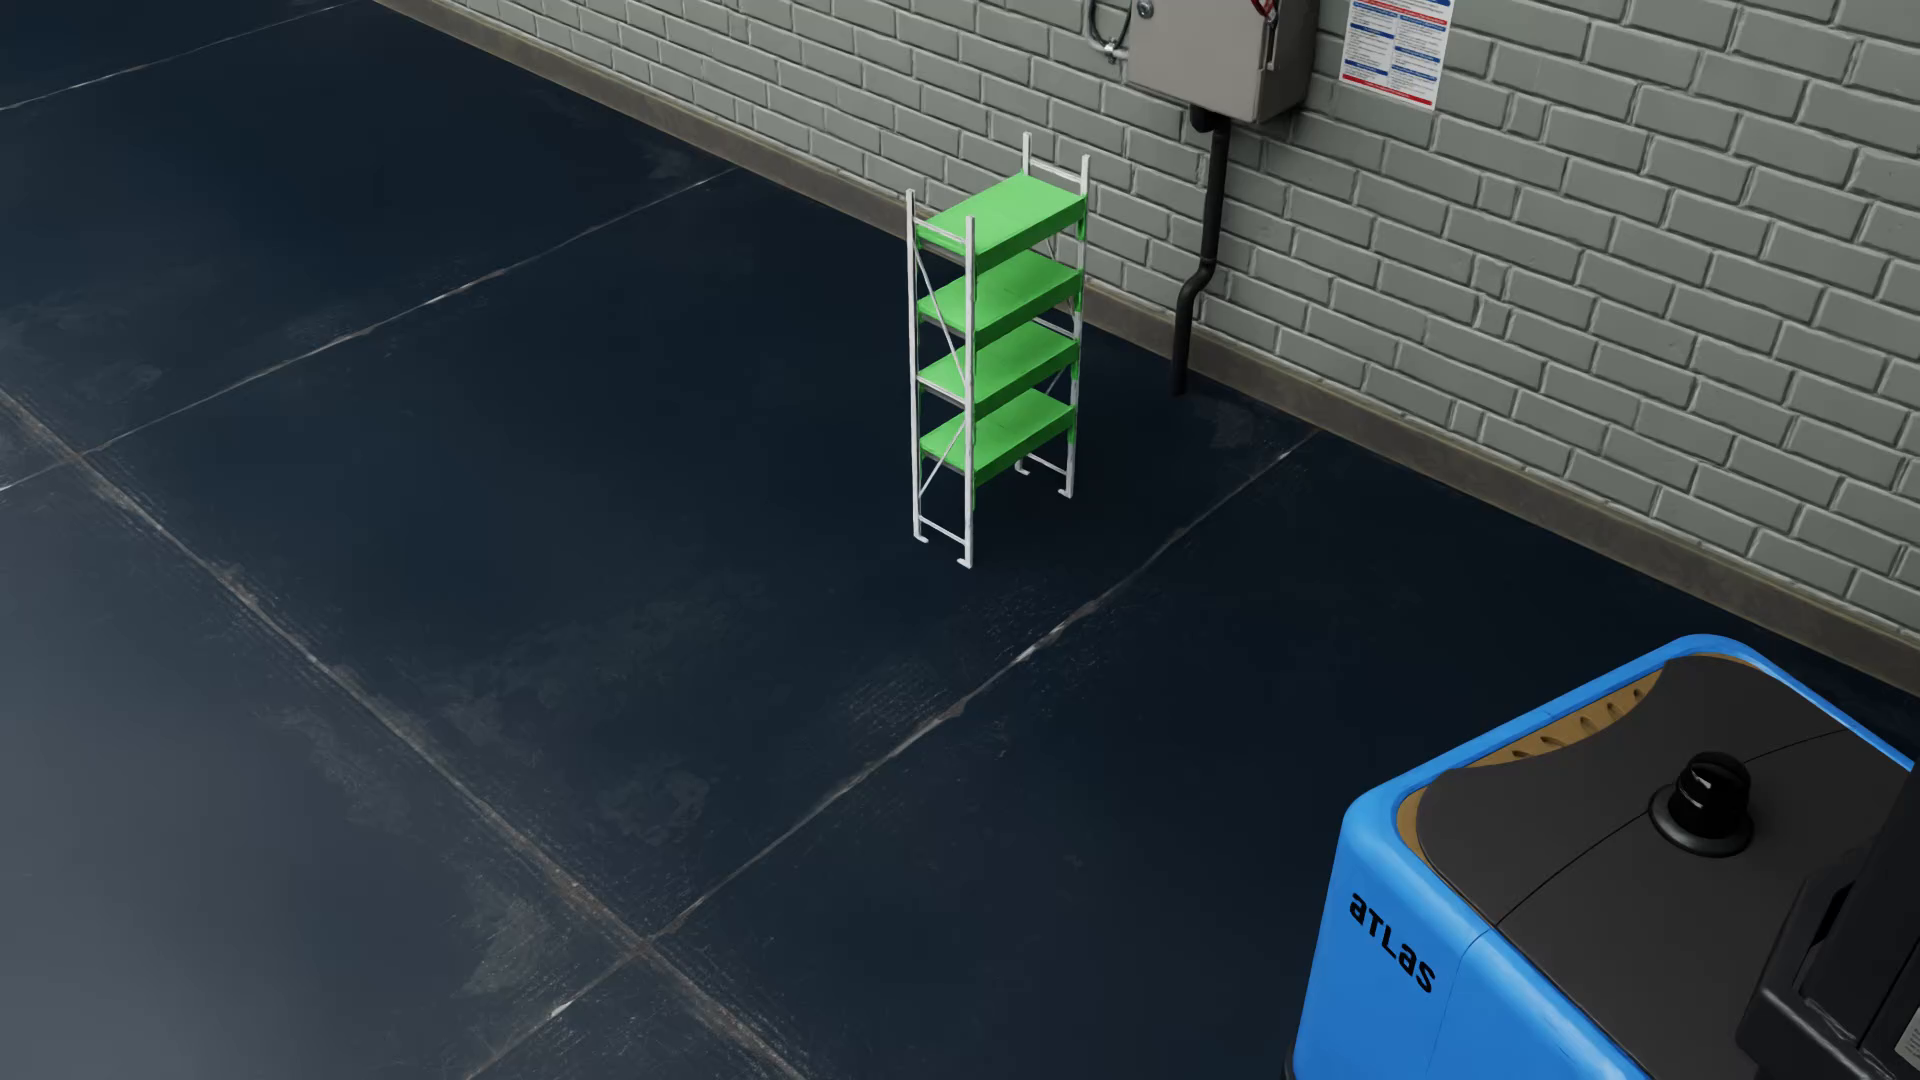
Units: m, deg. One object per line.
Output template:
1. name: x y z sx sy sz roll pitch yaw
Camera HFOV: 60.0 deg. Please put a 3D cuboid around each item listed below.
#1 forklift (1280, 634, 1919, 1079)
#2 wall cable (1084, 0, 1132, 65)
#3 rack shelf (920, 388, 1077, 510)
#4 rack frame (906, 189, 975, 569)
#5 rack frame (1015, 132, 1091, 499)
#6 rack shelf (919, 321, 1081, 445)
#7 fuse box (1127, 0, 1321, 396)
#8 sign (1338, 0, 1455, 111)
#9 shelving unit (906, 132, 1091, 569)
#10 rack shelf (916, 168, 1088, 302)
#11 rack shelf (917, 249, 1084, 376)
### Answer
1. forklift: 1.843 0.800 1.890 1.130 2.935 3.031 -20 43 -23
2. wall cable: 0.375 -2.435 5.085 0.588 1.984 0.122 30 47 32
3. rack shelf: 0.112 -0.308 5.161 0.258 0.148 0.480 30 47 32
4. rack frame: -0.053 -0.434 4.831 0.240 1.200 0.015 30 47 32
5. rack frame: 0.276 -0.658 5.113 0.240 1.200 0.015 30 47 32
6. rack shelf: 0.112 -0.496 5.012 0.258 0.148 0.480 30 47 32
7. fuse box: 0.773 -1.174 5.351 0.539 1.711 0.414 30 47 32
8. sign: 1.277 -1.529 4.839 0.329 0.494 0.001 30 47 32
9. shelving unit: 0.112 -0.546 4.972 0.258 1.200 0.503 30 47 32
10. rack shelf: 0.112 -0.871 4.713 0.258 0.148 0.480 30 47 32
11. rack shelf: 0.112 -0.684 4.863 0.258 0.148 0.480 30 47 32
